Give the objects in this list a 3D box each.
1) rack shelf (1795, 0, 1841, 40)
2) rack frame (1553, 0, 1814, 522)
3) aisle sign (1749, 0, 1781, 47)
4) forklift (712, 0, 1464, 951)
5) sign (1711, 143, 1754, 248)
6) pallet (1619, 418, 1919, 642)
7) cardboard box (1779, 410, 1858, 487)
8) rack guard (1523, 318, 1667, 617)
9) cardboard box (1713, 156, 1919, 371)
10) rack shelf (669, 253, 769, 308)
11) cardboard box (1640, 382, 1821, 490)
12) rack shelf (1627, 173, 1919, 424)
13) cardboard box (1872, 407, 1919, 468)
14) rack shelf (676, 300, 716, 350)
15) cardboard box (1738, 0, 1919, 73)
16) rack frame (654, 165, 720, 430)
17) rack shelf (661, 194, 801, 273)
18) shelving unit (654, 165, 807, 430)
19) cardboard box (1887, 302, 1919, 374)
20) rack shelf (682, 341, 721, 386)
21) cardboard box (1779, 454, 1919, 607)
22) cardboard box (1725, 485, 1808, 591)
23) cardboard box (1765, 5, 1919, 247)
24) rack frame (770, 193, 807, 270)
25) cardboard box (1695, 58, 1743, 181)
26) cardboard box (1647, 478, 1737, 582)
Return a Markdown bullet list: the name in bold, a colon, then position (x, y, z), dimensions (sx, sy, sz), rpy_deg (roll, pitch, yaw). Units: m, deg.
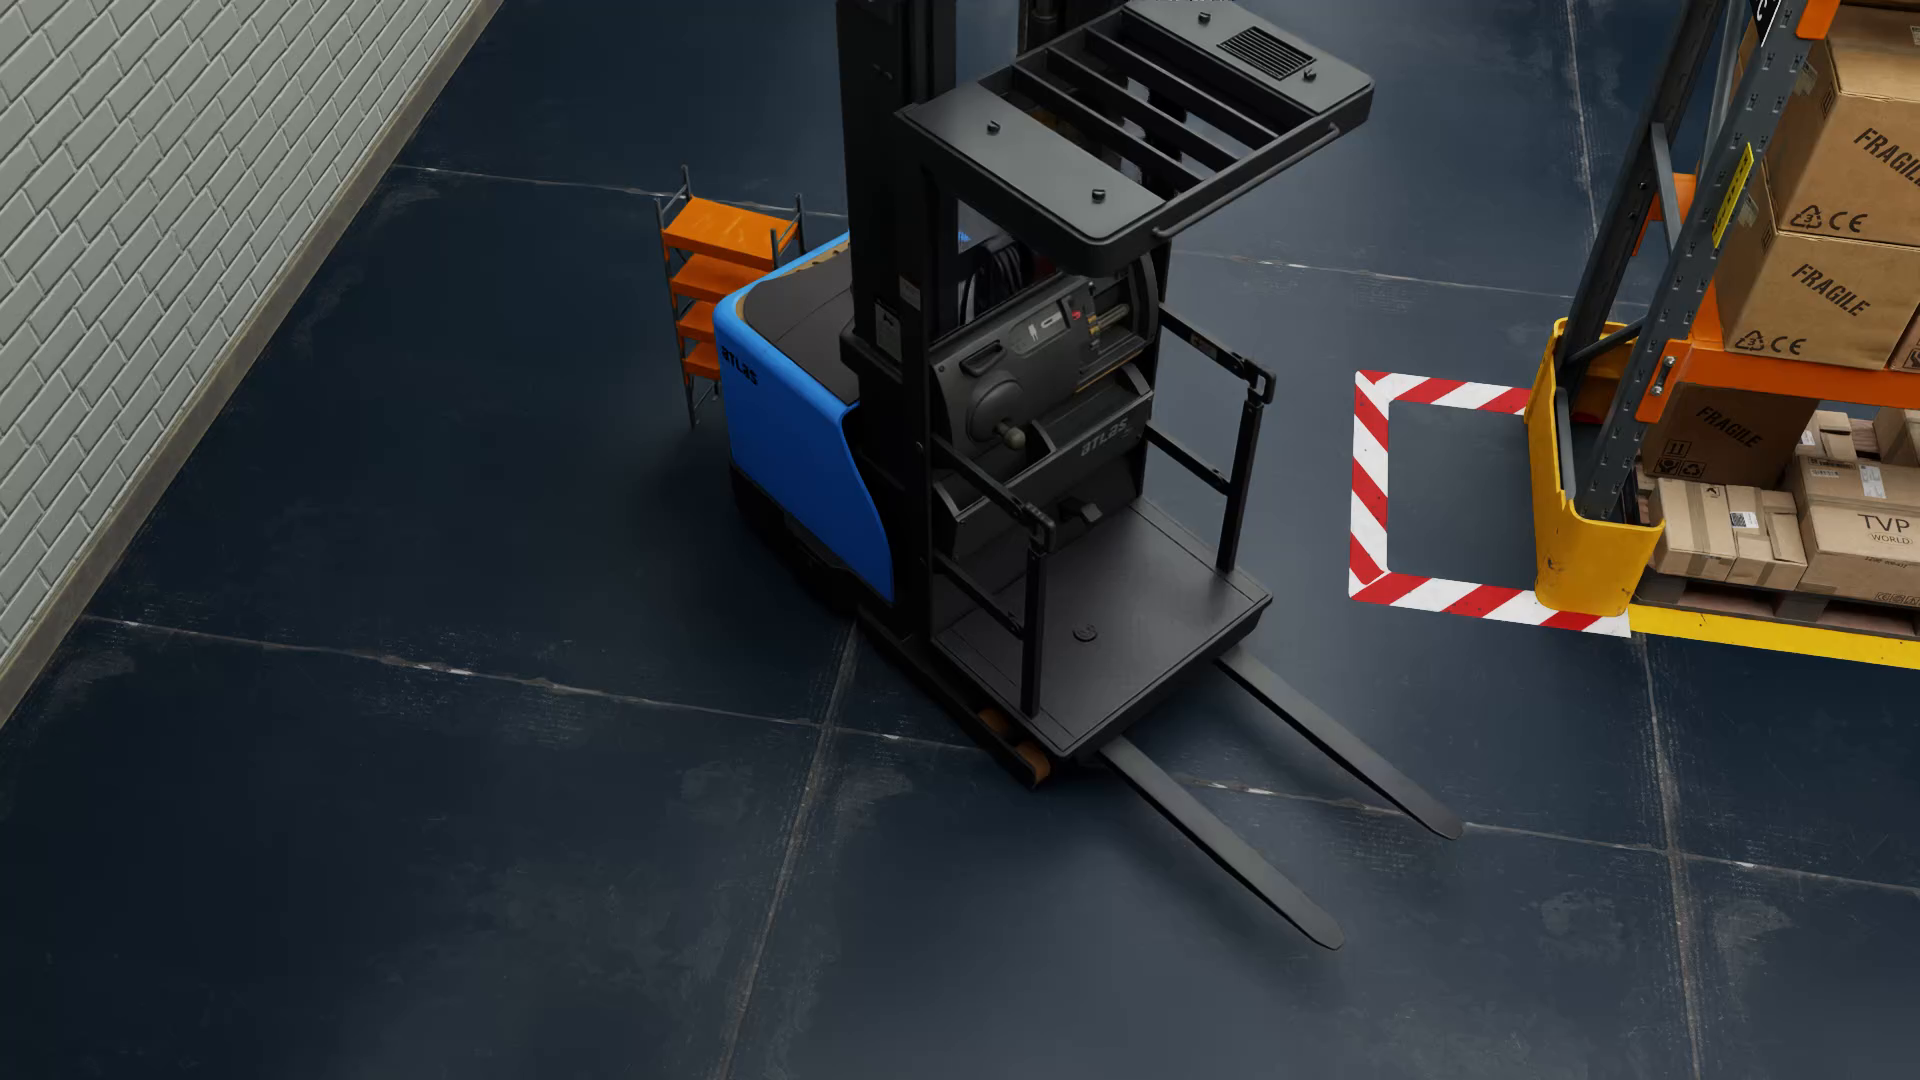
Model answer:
- **rack shelf**: position (4.415, -1.653, 4.658), dimensions (4.000, 0.370, 1.077), rpy_deg (8, 49, 7)
- **rack frame**: position (2.447, -1.155, 5.743), dimensions (0.127, 3.000, 1.000), rpy_deg (8, 49, 7)
- **aisle sign**: position (2.327, -1.818, 4.591), dimensions (0.004, 0.787, 0.394), rpy_deg (8, 49, 7)
- **forklift**: position (0.431, -0.539, 5.236), dimensions (1.130, 2.935, 3.031), rpy_deg (-33, 56, -26)
- **sign**: position (2.351, -1.047, 5.065), dimensions (0.005, 0.325, 0.100), rpy_deg (8, 49, 7)
- **pallet**: position (3.306, -0.108, 6.678), dimensions (1.213, 0.211, 1.003), rpy_deg (8, 49, 7)
- **cardboard box**: position (3.408, -0.344, 6.624), dimensions (0.250, 0.166, 0.380), rpy_deg (8, 49, 7)
- **rack guard**: position (2.522, -0.310, 6.664), dimensions (0.348, 0.500, 1.175), rpy_deg (8, 49, 7)
- **cardboard box**: position (2.837, -0.937, 5.480), dimensions (0.500, 0.500, 0.500), rpy_deg (9, 49, 8)
- **rack shelf**: position (-0.876, -0.997, 6.601), dimensions (0.480, 0.148, 0.258), rpy_deg (17, 50, 14)
- **cardboard box**: position (3.026, -0.575, 6.607), dimensions (0.500, 0.500, 0.500), rpy_deg (8, 49, 7)
- **rack shelf**: position (4.415, -0.650, 5.773), dimensions (4.000, 0.370, 1.077), rpy_deg (8, 49, 7)
- **cardboard box**: position (3.955, -0.344, 6.567), dimensions (0.500, 0.250, 0.500), rpy_deg (8, 49, 7)
- **rack shelf**: position (-0.876, -0.848, 6.767), dimensions (0.480, 0.148, 0.258), rpy_deg (17, 50, 14)
- **cardboard box**: position (2.934, -1.665, 5.462), dimensions (0.500, 0.500, 0.500), rpy_deg (7, 48, 6)
- **rack frame**: position (-1.103, -0.960, 6.778), dimensions (0.015, 1.200, 0.240), rpy_deg (17, 50, 14)
- **rack shelf**: position (-0.876, -1.155, 6.425), dimensions (0.480, 0.148, 0.258), rpy_deg (17, 50, 14)
- **shelving unit**: position (-0.876, -0.893, 6.717), dimensions (0.503, 1.200, 0.258), rpy_deg (17, 50, 14)
- **cardboard box**: position (3.345, -0.873, 5.422), dimensions (0.500, 0.500, 0.500), rpy_deg (7, 48, 6)
- **rack shelf**: position (-0.876, -0.715, 6.915), dimensions (0.480, 0.148, 0.258), rpy_deg (17, 50, 14)
- **cardboard box**: position (3.424, -0.038, 6.292), dimensions (0.500, 0.250, 0.500), rpy_deg (8, 49, 7)
- **cardboard box**: position (3.044, -0.015, 6.328), dimensions (0.250, 0.166, 0.380), rpy_deg (8, 49, 7)
- **cardboard box**: position (2.837, -1.271, 5.108), dimensions (0.500, 0.500, 0.500), rpy_deg (9, 49, 8)
- **rack frame**: position (-0.650, -0.825, 6.657), dimensions (0.015, 1.200, 0.240), rpy_deg (17, 50, 14)
- **cardboard box**: position (2.936, -1.329, 5.832), dimensions (0.500, 0.500, 0.500), rpy_deg (9, 49, 8)
- **cardboard box**: position (2.798, -0.043, 6.364), dimensions (0.250, 0.149, 0.380), rpy_deg (8, 49, 7)
